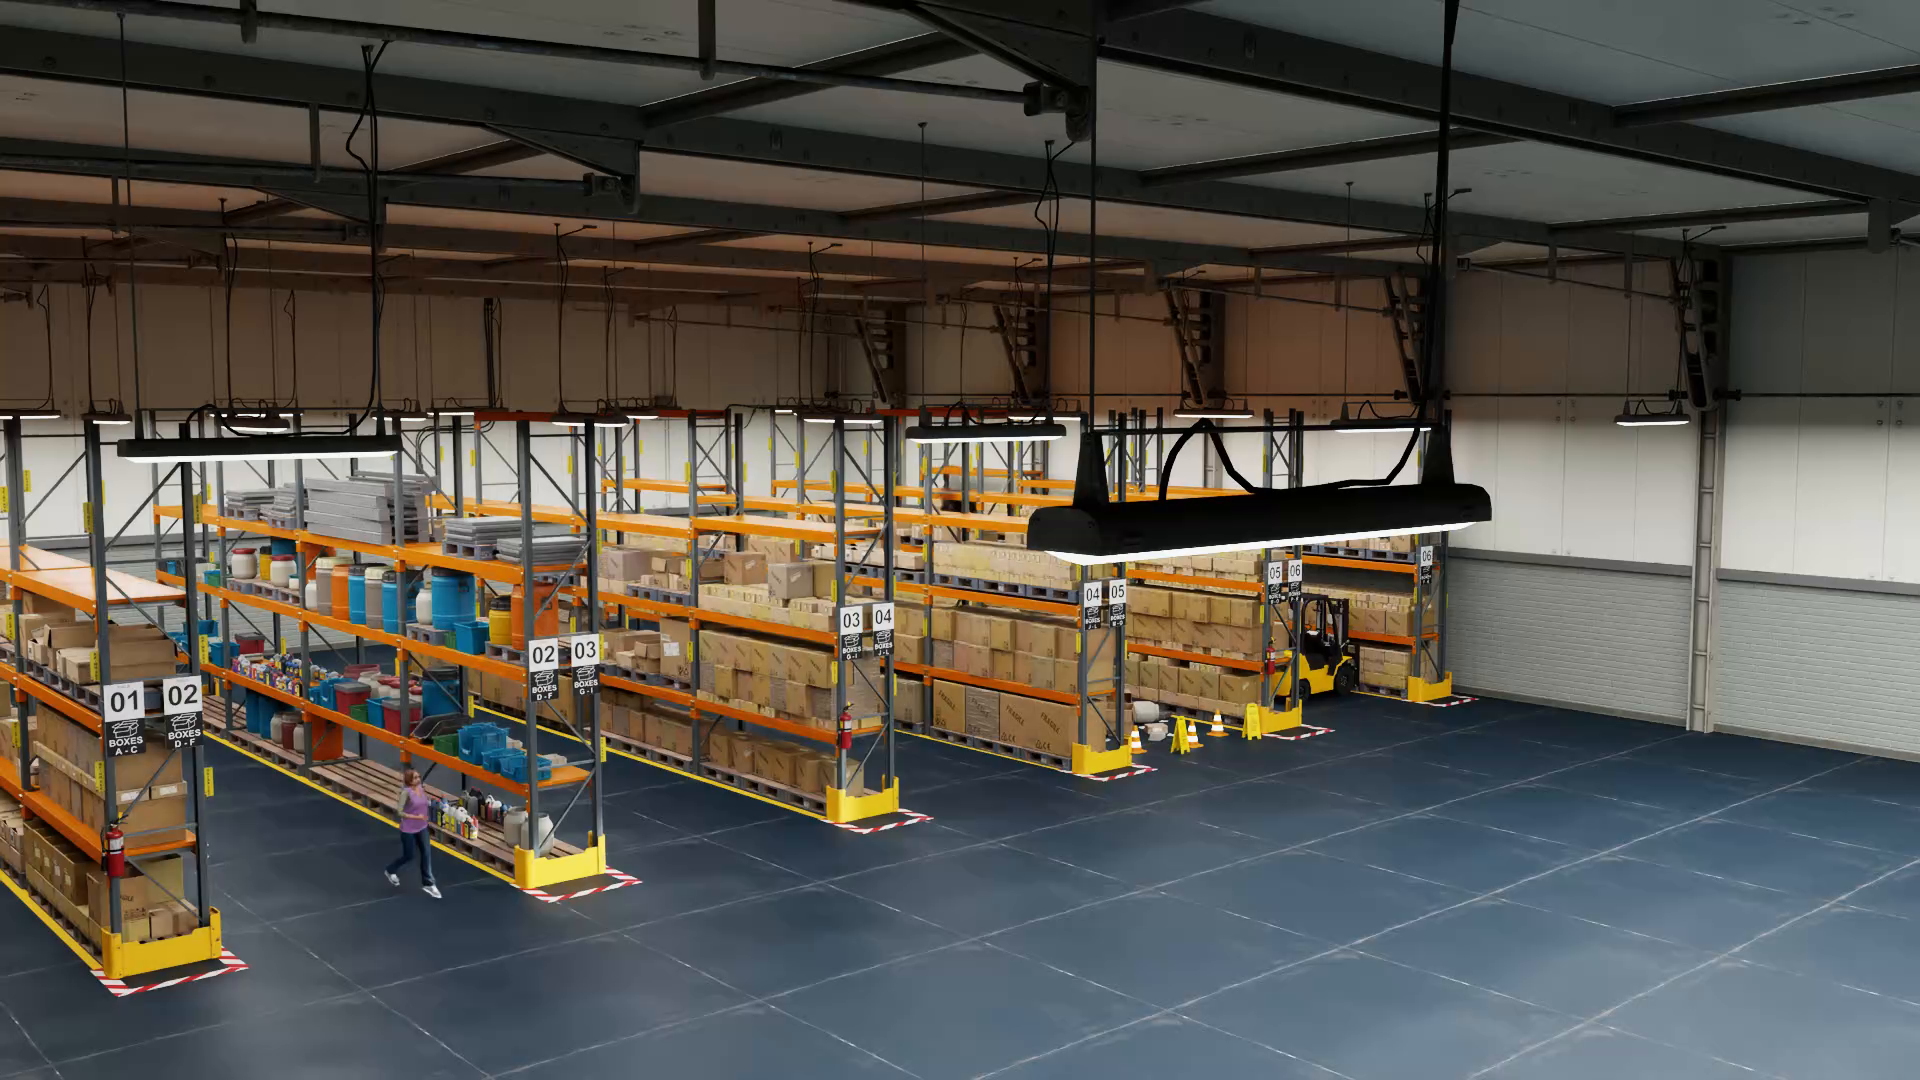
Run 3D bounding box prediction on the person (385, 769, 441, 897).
[{"bbox_3d":[-6.932,3.729,21.029,0.858,1.519,0.556,2,6,25],"label":"person"}]
